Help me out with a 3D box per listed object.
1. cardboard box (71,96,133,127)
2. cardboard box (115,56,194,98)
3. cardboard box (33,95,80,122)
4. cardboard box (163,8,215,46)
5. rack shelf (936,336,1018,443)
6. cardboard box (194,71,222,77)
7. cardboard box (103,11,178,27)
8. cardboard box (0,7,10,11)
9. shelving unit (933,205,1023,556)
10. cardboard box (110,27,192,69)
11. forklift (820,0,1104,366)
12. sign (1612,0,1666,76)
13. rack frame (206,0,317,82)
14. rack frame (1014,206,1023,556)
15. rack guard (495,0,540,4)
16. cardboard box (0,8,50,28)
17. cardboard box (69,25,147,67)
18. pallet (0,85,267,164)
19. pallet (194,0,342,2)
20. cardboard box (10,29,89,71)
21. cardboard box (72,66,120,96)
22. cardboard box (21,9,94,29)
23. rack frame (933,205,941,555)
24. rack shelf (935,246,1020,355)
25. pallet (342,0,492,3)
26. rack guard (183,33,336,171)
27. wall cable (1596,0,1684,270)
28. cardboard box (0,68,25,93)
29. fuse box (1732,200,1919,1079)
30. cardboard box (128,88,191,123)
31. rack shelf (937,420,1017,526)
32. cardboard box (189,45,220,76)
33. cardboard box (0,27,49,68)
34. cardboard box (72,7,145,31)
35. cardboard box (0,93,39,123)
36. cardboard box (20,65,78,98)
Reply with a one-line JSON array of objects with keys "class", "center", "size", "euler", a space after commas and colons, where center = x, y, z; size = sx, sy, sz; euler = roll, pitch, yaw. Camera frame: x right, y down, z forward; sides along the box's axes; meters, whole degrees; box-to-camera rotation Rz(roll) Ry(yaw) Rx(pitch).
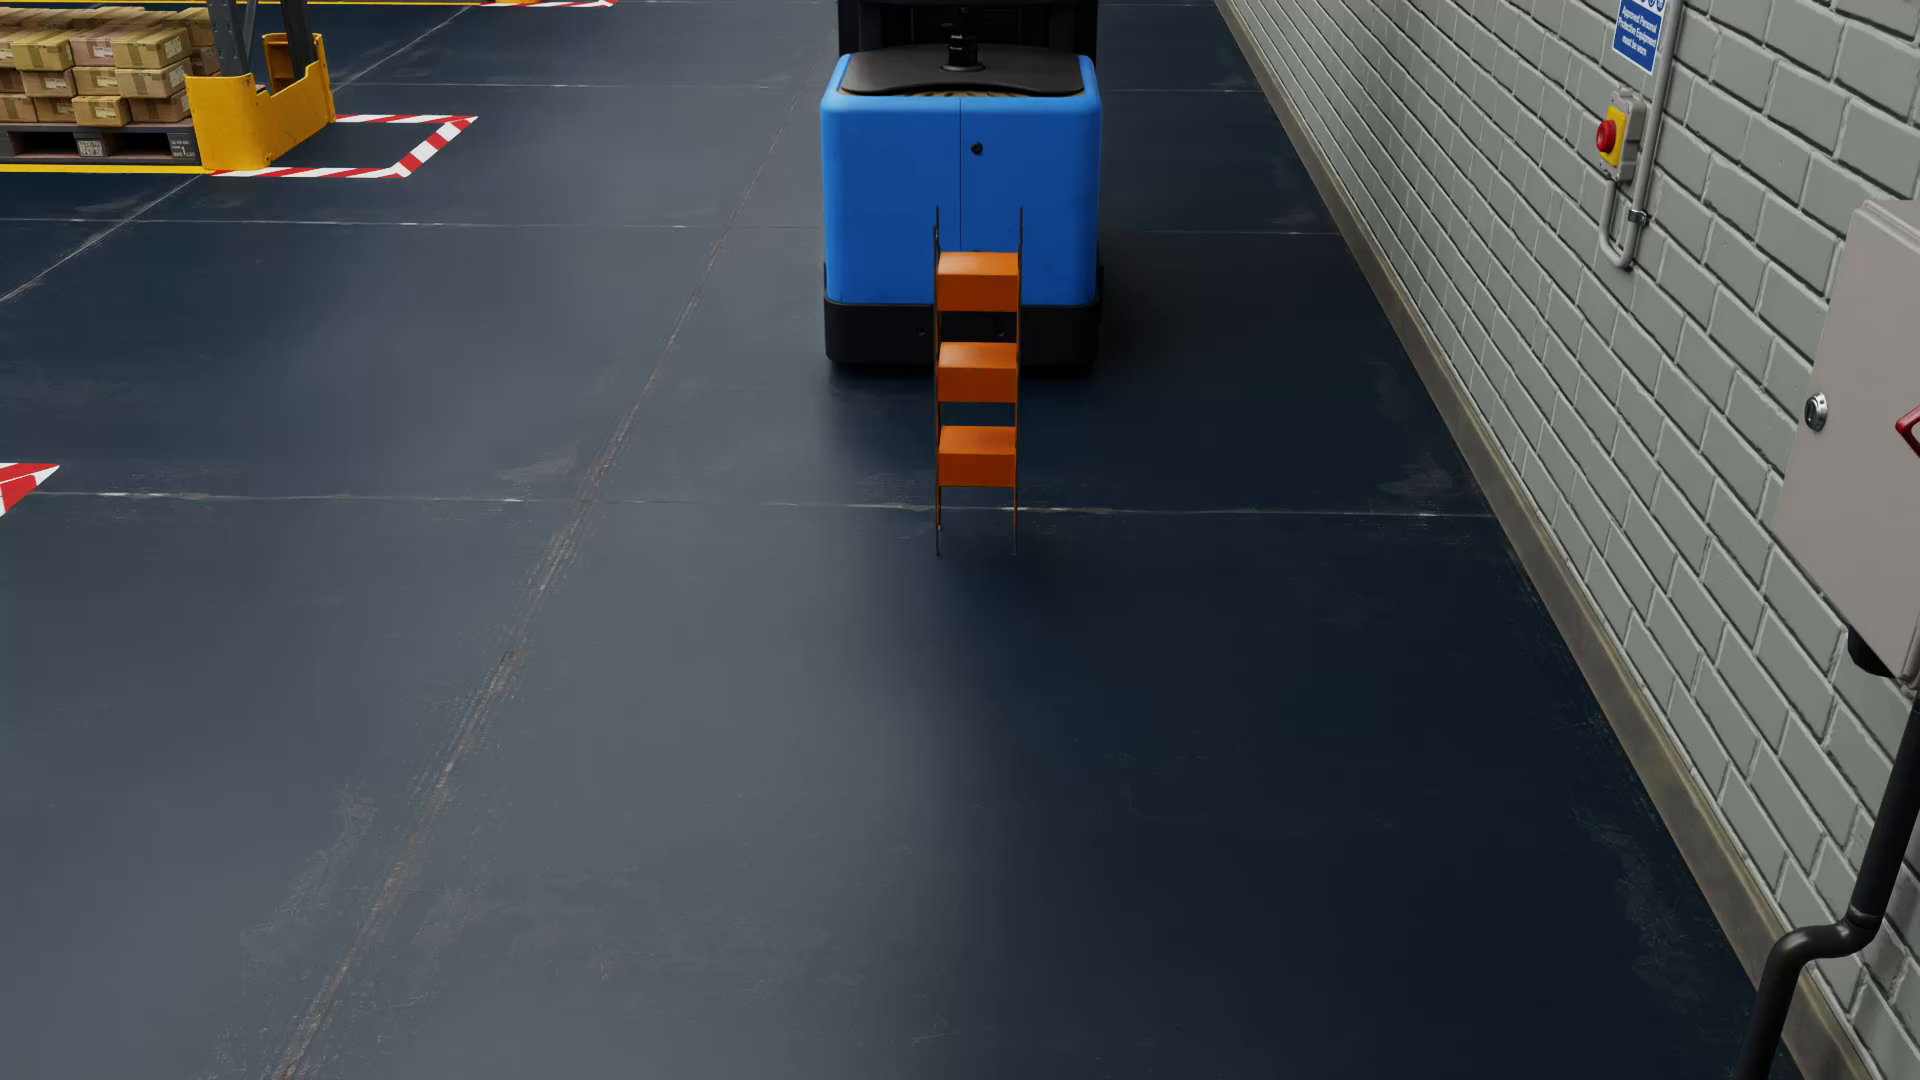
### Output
[{"class": "cardboard box", "center": [-4.664, -2.399, 9.169], "size": [0.250, 0.149, 0.380], "euler": [2, 28, 3]}, {"class": "cardboard box", "center": [-4.408, -2.538, 9.113], "size": [0.250, 0.149, 0.380], "euler": [0, 28, 0]}, {"class": "cardboard box", "center": [-4.925, -2.444, 9.253], "size": [0.250, 0.149, 0.380], "euler": [1, 28, 2]}, {"class": "cardboard box", "center": [-4.382, -2.962, 9.595], "size": [0.250, 0.149, 0.380], "euler": [0, 28, -1]}, {"class": "rack shelf", "center": [0.053, -0.454, 5.007], "size": [0.240, 0.259, 0.215], "euler": [1, 28, 2]}, {"class": "cardboard box", "center": [-4.383, -2.690, 9.717], "size": [0.250, 0.149, 0.380], "euler": [2, 28, 3]}, {"class": "cardboard box", "center": [-4.662, -2.910, 9.497], "size": [0.250, 0.149, 0.380], "euler": [1, 28, 3]}, {"class": "cardboard box", "center": [-5.698, -2.974, 9.619], "size": [0.250, 0.149, 0.380], "euler": [1, 28, 3]}, {"class": "shelving unit", "center": [0.053, -0.463, 5.002], "size": [0.252, 1.050, 0.215], "euler": [1, 28, 2]}, {"class": "cardboard box", "center": [-4.408, -2.684, 9.071], "size": [0.250, 0.149, 0.380], "euler": [1, 28, 2]}, {"class": "forklift", "center": [0.039, -2.609, 7.042], "size": [1.130, 2.935, 3.031], "euler": [1, 28, 1]}, {"class": "sign", "center": [1.755, -1.345, 4.297], "size": [0.001, 0.218, 0.327], "euler": [1, 28, 2]}, {"class": "rack frame", "center": [-3.870, -3.605, 8.849], "size": [0.127, 3.000, 1.000], "euler": [1, 28, 2]}, {"class": "rack frame", "center": [0.175, -0.461, 4.999], "size": [0.008, 1.050, 0.200], "euler": [1, 28, 2]}, {"class": "rack guard", "center": [-3.570, -4.821, 13.810], "size": [0.348, 0.500, 1.175], "euler": [1, 28, 2]}, {"class": "cardboard box", "center": [-5.437, -2.949, 9.570], "size": [0.250, 0.149, 0.380], "euler": [2, 28, 4]}, {"class": "cardboard box", "center": [-4.658, -2.715, 9.130], "size": [0.250, 0.149, 0.380], "euler": [1, 28, 3]}, {"class": "pallet", "center": [-4.757, -2.405, 9.561], "size": [1.213, 0.211, 1.003], "euler": [1, 28, 2]}, {"class": "pallet", "center": [-5.612, -4.691, 13.875], "size": [1.213, 0.211, 1.003], "euler": [1, 28, 2]}, {"class": "cardboard box", "center": [-4.921, -2.660, 9.026], "size": [0.250, 0.149, 0.380], "euler": [0, 28, 1]}, {"class": "cardboard box", "center": [-4.667, -2.567, 9.169], "size": [0.250, 0.149, 0.380], "euler": [0, 28, 1]}, {"class": "cardboard box", "center": [-5.160, -2.940, 9.553], "size": [0.250, 0.149, 0.380], "euler": [0, 28, -1]}, {"class": "rack frame", "center": [-0.068, -0.465, 5.006], "size": [0.008, 1.050, 0.200], "euler": [1, 28, 2]}, {"class": "rack shelf", "center": [0.053, -0.704, 4.874], "size": [0.240, 0.259, 0.215], "euler": [1, 28, 2]}, {"class": "pallet", "center": [-4.396, -4.670, 13.834], "size": [1.213, 0.211, 1.003], "euler": [1, 28, 2]}, {"class": "rack guard", "center": [-3.946, -2.502, 9.437], "size": [0.348, 0.500, 1.175], "euler": [1, 28, 2]}, {"class": "wall cable", "center": [1.692, -1.667, 4.074], "size": [0.123, 1.953, 0.585], "euler": [1, 28, 2]}, {"class": "cardboard box", "center": [-5.192, -2.598, 9.227], "size": [0.250, 0.149, 0.380], "euler": [1, 28, 1]}, {"class": "fuse box", "center": [1.472, 0.346, 2.771], "size": [0.414, 1.711, 0.539], "euler": [1, 28, 2]}, {"class": "cardboard box", "center": [-4.404, -2.442, 9.250], "size": [0.250, 0.149, 0.380], "euler": [1, 28, 3]}, {"class": "rack shelf", "center": [0.054, -0.208, 5.138], "size": [0.240, 0.259, 0.215], "euler": [1, 28, 2]}, {"class": "cardboard box", "center": [-4.385, -2.792, 9.591], "size": [0.250, 0.149, 0.380], "euler": [2, 28, 4]}, {"class": "cardboard box", "center": [-5.177, -2.694, 9.090], "size": [0.250, 0.149, 0.380], "euler": [0, 28, 0]}, {"class": "cardboard box", "center": [-4.909, -2.974, 9.618], "size": [0.250, 0.149, 0.380], "euler": [1, 28, 2]}, {"class": "cardboard box", "center": [-5.173, -2.442, 9.249], "size": [0.250, 0.149, 0.380], "euler": [1, 28, 2]}, {"class": "cardboard box", "center": [-4.927, -2.546, 9.127], "size": [0.250, 0.149, 0.380], "euler": [0, 28, 0]}]
